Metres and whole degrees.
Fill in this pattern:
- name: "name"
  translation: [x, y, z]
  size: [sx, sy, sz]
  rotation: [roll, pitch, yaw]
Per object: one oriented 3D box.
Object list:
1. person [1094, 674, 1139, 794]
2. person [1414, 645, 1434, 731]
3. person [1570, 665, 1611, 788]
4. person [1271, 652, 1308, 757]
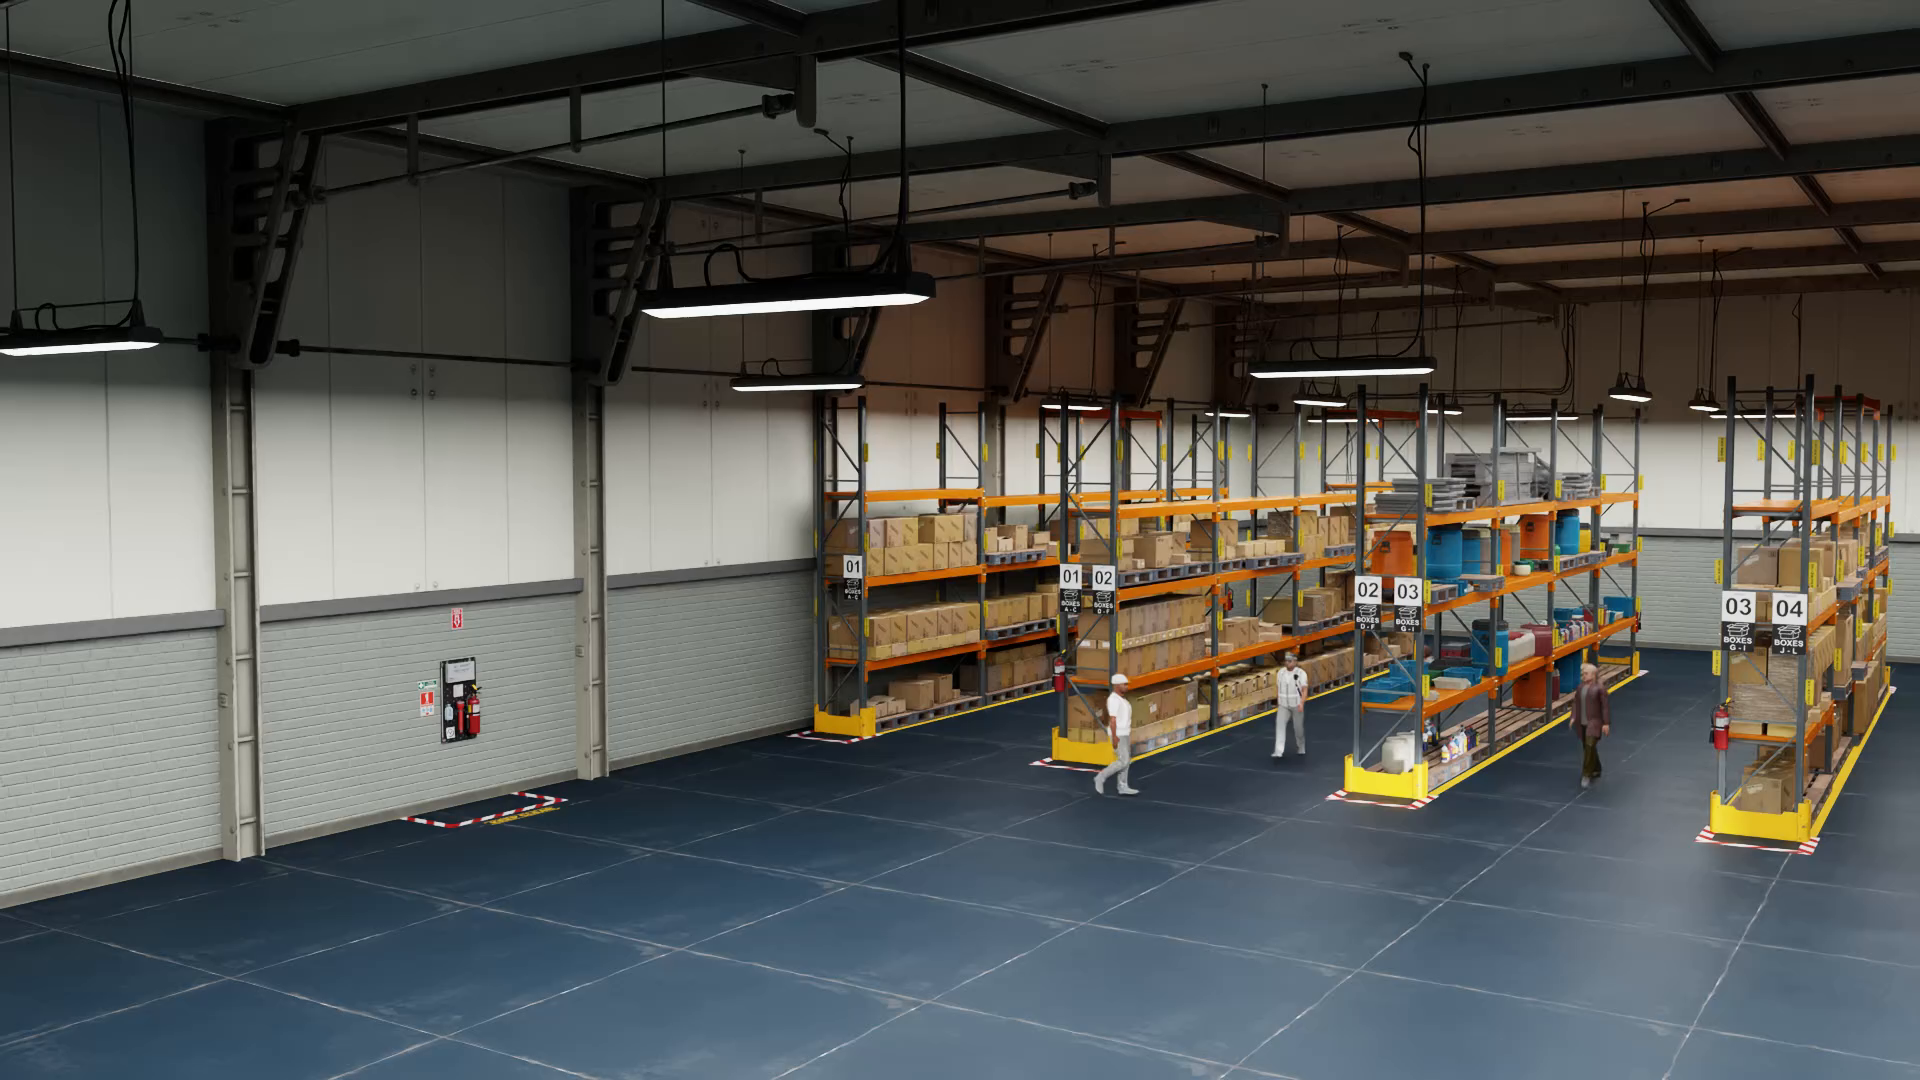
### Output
- name: "person"
  translation: [2.291, 2.836, 24.270]
  size: [0.637, 1.758, 0.588]
  rotation: [1, 3, 17]
- name: "person"
  translation: [8.318, 2.662, 29.805]
  size: [0.511, 1.510, 1.008]
  rotation: [3, 4, 41]
- name: "person"
  translation: [9.536, 2.800, 25.226]
  size: [0.827, 1.796, 0.637]
  rotation: [-2, 4, -32]
- name: "person"
  translation: [5.409, 2.690, 27.230]
  size: [0.562, 1.712, 1.035]
  rotation: [2, 3, 28]
